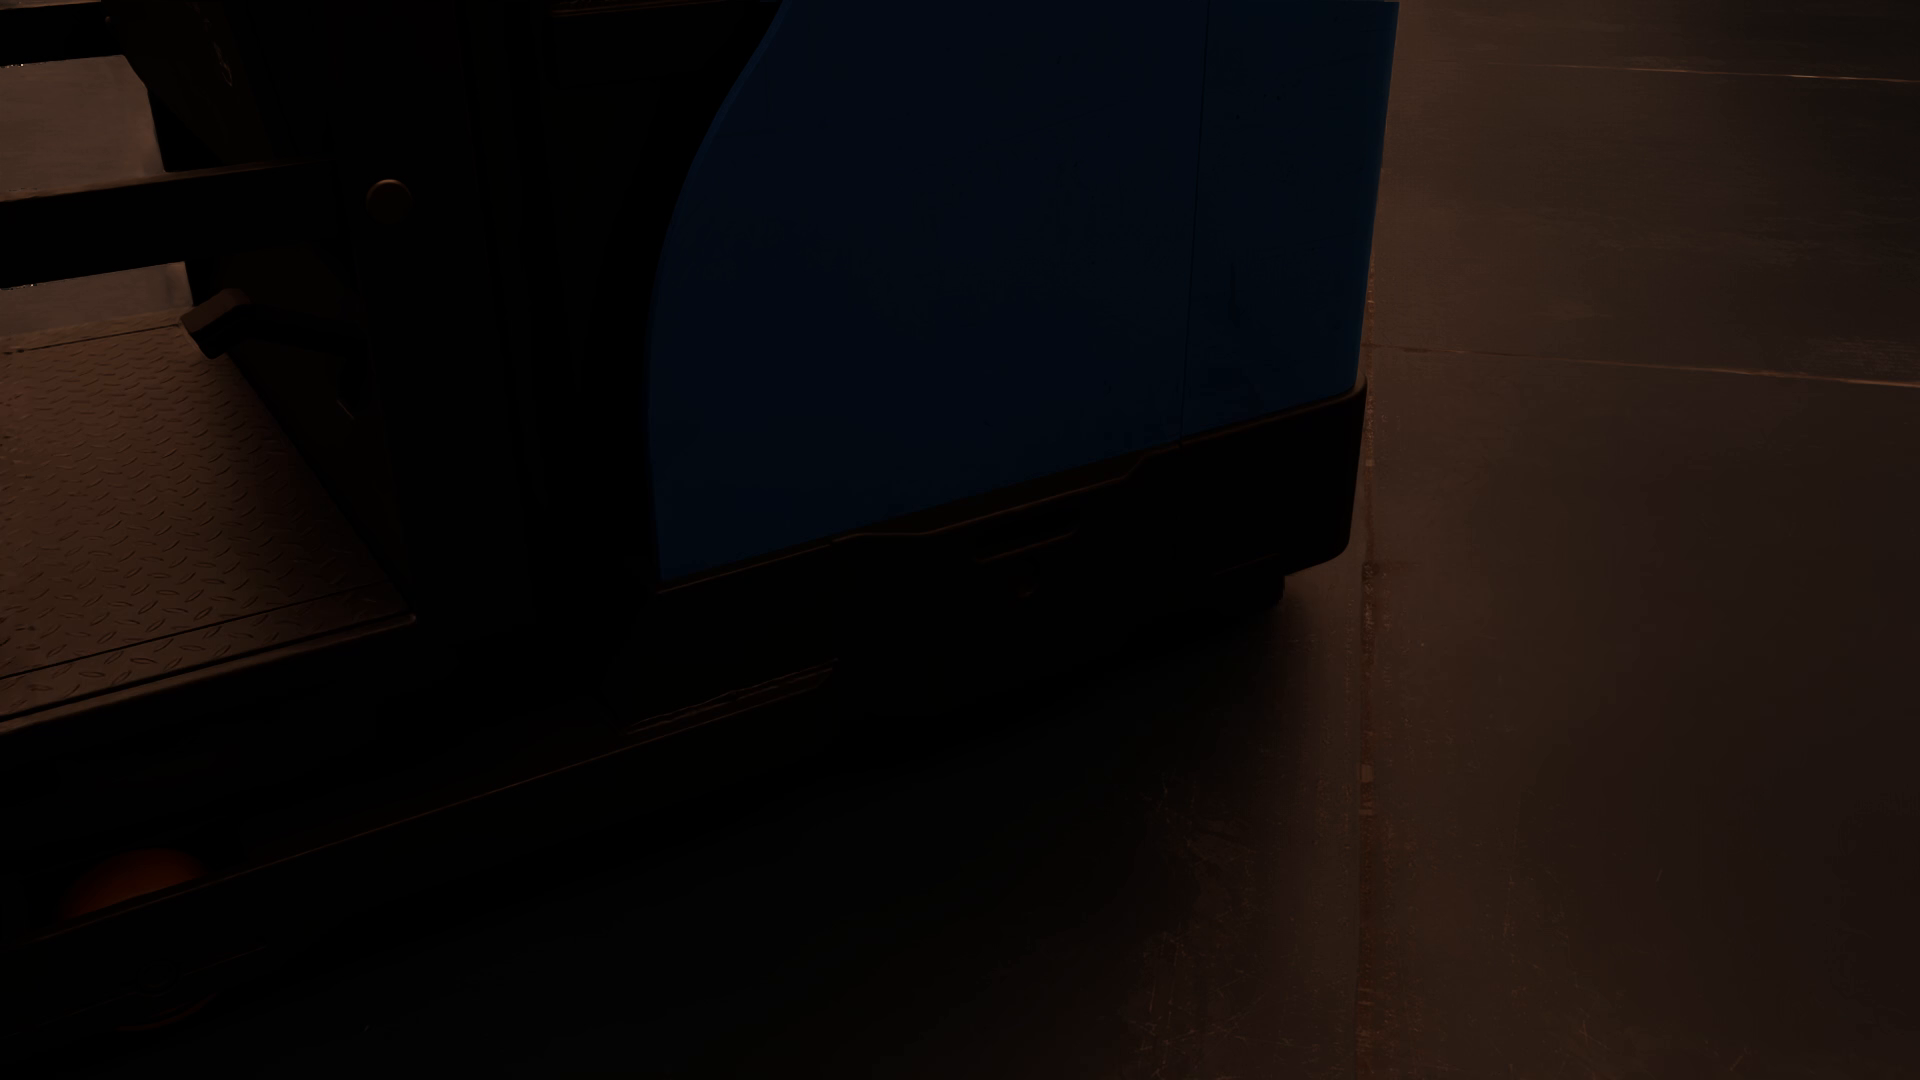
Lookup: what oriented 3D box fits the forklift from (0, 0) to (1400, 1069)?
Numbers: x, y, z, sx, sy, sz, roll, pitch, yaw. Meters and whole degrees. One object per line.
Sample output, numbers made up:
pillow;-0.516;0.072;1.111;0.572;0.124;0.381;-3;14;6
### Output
forklift;-0.967;-1.069;1.365;3.031;2.935;1.130;-16;31;-29
